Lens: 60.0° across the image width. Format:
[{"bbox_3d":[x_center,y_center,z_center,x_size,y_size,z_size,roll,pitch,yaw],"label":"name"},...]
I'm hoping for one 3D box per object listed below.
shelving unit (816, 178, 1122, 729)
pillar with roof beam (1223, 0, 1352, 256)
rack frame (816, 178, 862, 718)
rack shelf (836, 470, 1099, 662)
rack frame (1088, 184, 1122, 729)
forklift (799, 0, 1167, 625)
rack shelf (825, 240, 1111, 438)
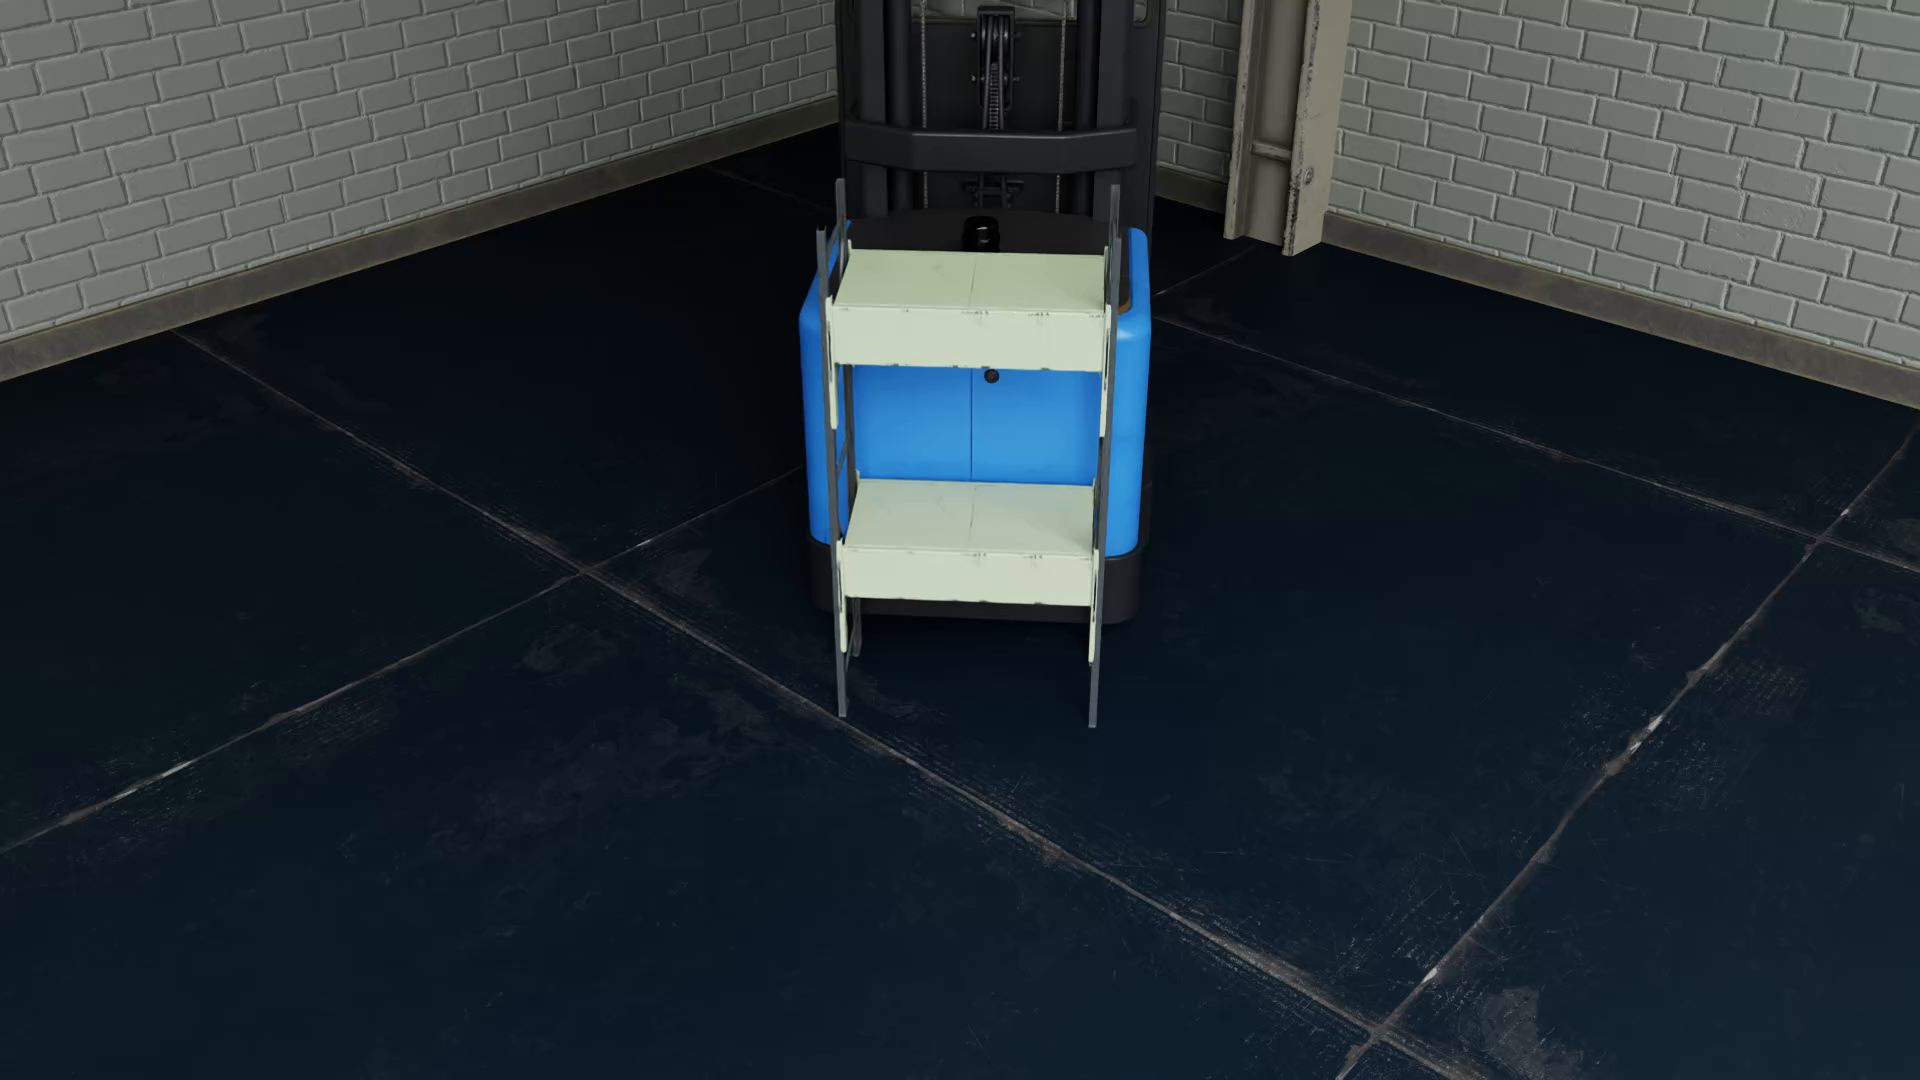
[{"bbox_3d":[0.033,-0.210,4.645,0.755,1.500,0.431,2,31,3],"label":"shelving unit"},{"bbox_3d":[-1.338,-3.703,3.176,0.400,9.000,9.100,25,39,35],"label":"pillar with roof beam"},{"bbox_3d":[-0.332,-0.223,4.666,0.023,1.500,0.400,2,31,3],"label":"rack frame"},{"bbox_3d":[0.033,0.069,4.813,0.720,0.370,0.431,2,31,3],"label":"rack shelf"},{"bbox_3d":[0.398,-0.197,4.623,0.023,1.500,0.400,2,31,3],"label":"rack frame"},{"bbox_3d":[0.151,-1.726,5.776,1.130,2.935,3.031,2,31,4],"label":"forklift"},{"bbox_3d":[0.033,-0.544,4.444,0.720,0.370,0.431,2,31,3],"label":"rack shelf"}]
